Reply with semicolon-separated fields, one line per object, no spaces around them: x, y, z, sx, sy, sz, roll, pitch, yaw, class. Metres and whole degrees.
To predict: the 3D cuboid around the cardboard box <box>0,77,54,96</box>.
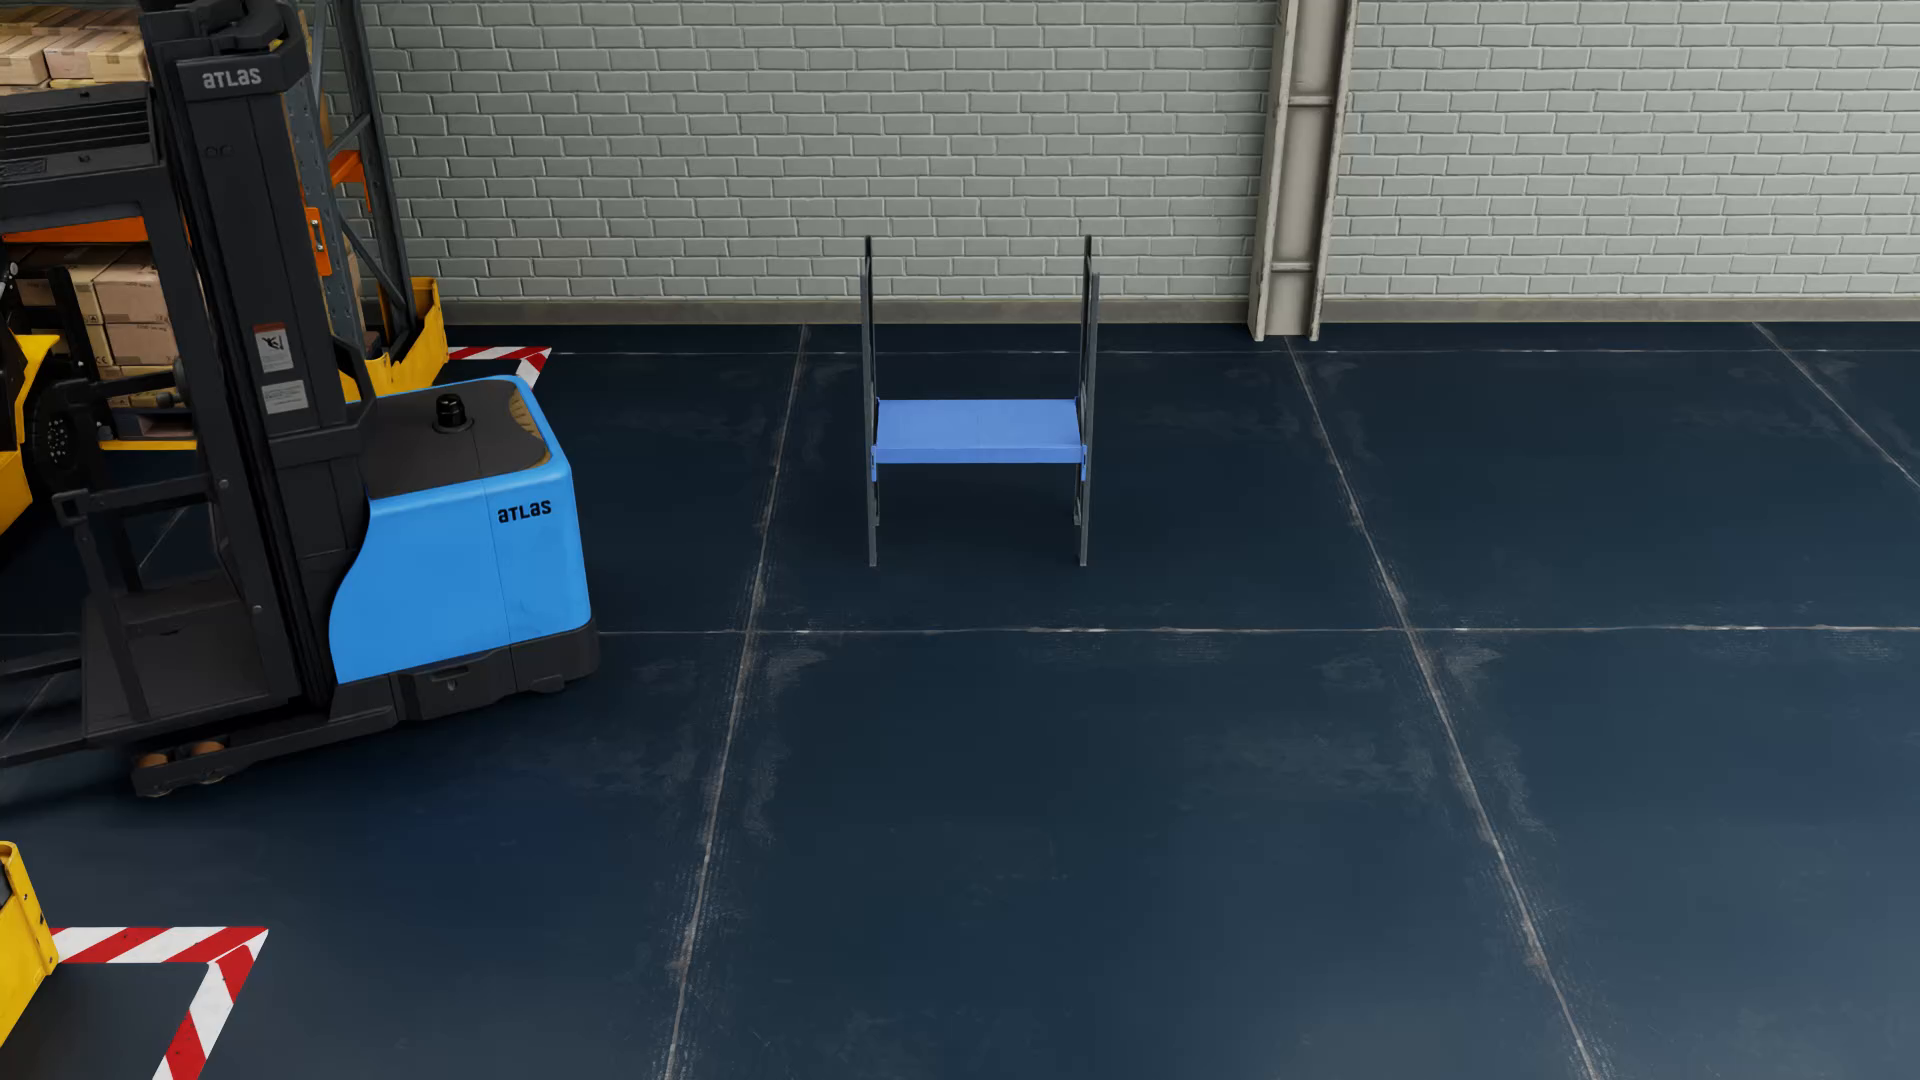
-4.657;-2.278;8.391;0.250;0.149;0.380;-1;31;-2;cardboard box

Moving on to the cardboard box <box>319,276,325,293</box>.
-3.741;-1.378;8.911;0.500;0.250;0.500;1;31;1;cardboard box

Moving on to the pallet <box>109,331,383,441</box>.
-4.047;-0.893;9.519;1.213;0.211;1.003;0;31;0;pallet

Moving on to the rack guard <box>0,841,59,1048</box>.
-3.324;1.534;5.240;0.348;0.500;1.175;0;31;0;rack guard

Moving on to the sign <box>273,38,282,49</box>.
-3.293;-2.425;8.010;0.005;0.325;0.100;0;31;0;sign

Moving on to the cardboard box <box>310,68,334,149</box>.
-3.779;-2.295;9.044;0.500;0.500;0.500;1;31;1;cardboard box

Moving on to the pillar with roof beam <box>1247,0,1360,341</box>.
2.042;-2.926;4.397;0.400;9.000;9.100;0;31;0;pillar with roof beam

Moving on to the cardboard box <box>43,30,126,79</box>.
-4.396;-2.453;8.392;0.250;0.149;0.380;0;31;0;cardboard box

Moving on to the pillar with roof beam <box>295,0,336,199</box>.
-3.958;-2.907;4.366;0.400;9.000;9.100;0;31;0;pillar with roof beam

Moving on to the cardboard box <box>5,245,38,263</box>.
-5.263;-1.369;8.896;0.500;0.250;0.500;-1;31;-1;cardboard box

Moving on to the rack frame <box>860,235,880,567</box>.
-0.423;-0.640;7.859;0.032;1.500;0.500;0;31;0;rack frame

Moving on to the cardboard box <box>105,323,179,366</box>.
-4.269;-1.168;9.047;0.500;0.250;0.500;0;31;-1;cardboard box

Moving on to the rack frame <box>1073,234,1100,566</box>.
0.594;-0.643;7.864;0.032;1.500;0.500;0;31;0;rack frame

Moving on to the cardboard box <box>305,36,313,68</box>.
-3.623;-2.563;8.861;0.250;0.149;0.380;-1;31;-2;cardboard box

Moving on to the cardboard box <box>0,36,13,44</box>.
-4.915;-2.391;8.290;0.250;0.149;0.380;0;31;1;cardboard box

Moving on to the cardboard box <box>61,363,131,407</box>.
-4.748;-0.955;9.178;0.500;0.250;0.500;0;31;0;cardboard box

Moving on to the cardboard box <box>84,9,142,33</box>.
-4.393;-2.682;8.771;0.250;0.149;0.380;0;31;0;cardboard box

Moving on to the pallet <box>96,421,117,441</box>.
-5.264;-0.891;9.515;1.213;0.211;1.003;0;31;0;pallet

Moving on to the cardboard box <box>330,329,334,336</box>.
-3.750;-0.948;9.167;0.500;0.250;0.500;0;31;0;cardboard box

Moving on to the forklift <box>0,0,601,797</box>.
-3.124;-0.550;6.332;3.031;2.935;1.130;-13;34;-21;forklift

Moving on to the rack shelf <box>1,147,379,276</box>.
-5.282;-1.796;9.012;4.000;0.370;1.077;0;31;0;rack shelf

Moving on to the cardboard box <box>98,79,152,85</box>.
-4.142;-2.298;8.424;0.250;0.149;0.380;0;31;1;cardboard box

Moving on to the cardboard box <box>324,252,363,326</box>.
-3.754;-1.434;9.485;0.500;0.250;0.500;0;31;1;cardboard box

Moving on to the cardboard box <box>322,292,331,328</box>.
-3.767;-1.164;9.040;0.500;0.250;0.500;-1;31;-1;cardboard box

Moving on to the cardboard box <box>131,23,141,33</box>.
-4.145;-2.675;8.759;0.250;0.149;0.380;0;31;1;cardboard box

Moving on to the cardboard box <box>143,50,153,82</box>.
-3.886;-2.430;8.354;0.250;0.149;0.380;0;31;0;cardboard box

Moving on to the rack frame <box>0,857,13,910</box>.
-3.248;0.465;4.592;0.127;3.000;1.000;0;31;0;rack frame

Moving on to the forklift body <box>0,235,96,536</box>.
-5.167;-0.795;7.486;1.214;2.155;2.313;0;31;0;forklift body

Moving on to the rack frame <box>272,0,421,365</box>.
-3.282;-2.110;8.835;0.127;3.000;1.000;0;31;0;rack frame

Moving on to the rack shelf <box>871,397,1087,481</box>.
0.085;-0.488;7.955;1.000;0.185;0.538;0;31;0;rack shelf

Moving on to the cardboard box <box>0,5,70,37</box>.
-4.919;-2.719;8.831;0.250;0.149;0.380;-1;31;-1;cardboard box

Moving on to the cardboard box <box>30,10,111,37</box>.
-4.656;-2.668;8.748;0.250;0.149;0.380;1;31;1;cardboard box

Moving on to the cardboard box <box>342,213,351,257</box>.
-3.764;-1.638;9.340;0.500;0.250;0.500;-1;31;-1;cardboard box

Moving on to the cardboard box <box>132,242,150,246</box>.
-4.264;-1.634;9.334;0.500;0.250;0.500;0;31;0;cardboard box

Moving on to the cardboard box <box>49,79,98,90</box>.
-4.390;-2.303;8.433;0.250;0.149;0.380;0;31;-1;cardboard box

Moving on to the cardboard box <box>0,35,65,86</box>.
-4.656;-2.394;8.296;0.250;0.149;0.380;1;31;1;cardboard box

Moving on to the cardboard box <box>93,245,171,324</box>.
-4.251;-1.373;8.904;0.500;0.250;0.500;0;31;1;cardboard box

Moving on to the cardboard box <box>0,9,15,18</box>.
-5.166;-2.677;8.761;0.250;0.149;0.380;0;31;0;cardboard box

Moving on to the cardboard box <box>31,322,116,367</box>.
-4.785;-1.155;9.026;0.500;0.250;0.500;-1;31;-1;cardboard box

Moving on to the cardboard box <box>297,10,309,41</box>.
-3.619;-2.667;8.745;0.250;0.149;0.380;-1;31;-1;cardboard box

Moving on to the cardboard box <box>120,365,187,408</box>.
-4.247;-0.952;9.173;0.500;0.250;0.500;0;31;0;cardboard box

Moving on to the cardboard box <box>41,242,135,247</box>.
-4.764;-1.638;9.341;0.500;0.250;0.500;0;31;-1;cardboard box

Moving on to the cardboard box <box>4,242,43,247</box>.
-5.276;-1.640;9.344;0.500;0.250;0.500;-1;31;-1;cardboard box

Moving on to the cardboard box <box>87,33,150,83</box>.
-4.147;-2.415;8.330;0.250;0.149;0.380;0;31;1;cardboard box

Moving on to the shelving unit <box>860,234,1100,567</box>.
0.085;-0.641;7.861;1.048;1.500;0.538;0;31;0;shelving unit

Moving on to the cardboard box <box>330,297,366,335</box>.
-3.774;-1.214;9.604;0.500;0.250;0.500;0;31;0;cardboard box

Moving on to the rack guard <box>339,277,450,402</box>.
-3.258;-1.041;9.484;0.348;0.500;1.175;0;31;0;rack guard

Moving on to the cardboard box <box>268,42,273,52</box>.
-3.639;-2.447;8.382;0.250;0.149;0.380;0;31;0;cardboard box

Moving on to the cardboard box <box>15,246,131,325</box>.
-4.756;-1.367;8.893;0.500;0.250;0.500;0;31;0;cardboard box

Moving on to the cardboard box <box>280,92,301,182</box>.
-3.773;-2.015;8.582;0.500;0.500;0.500;-1;31;-1;cardboard box
